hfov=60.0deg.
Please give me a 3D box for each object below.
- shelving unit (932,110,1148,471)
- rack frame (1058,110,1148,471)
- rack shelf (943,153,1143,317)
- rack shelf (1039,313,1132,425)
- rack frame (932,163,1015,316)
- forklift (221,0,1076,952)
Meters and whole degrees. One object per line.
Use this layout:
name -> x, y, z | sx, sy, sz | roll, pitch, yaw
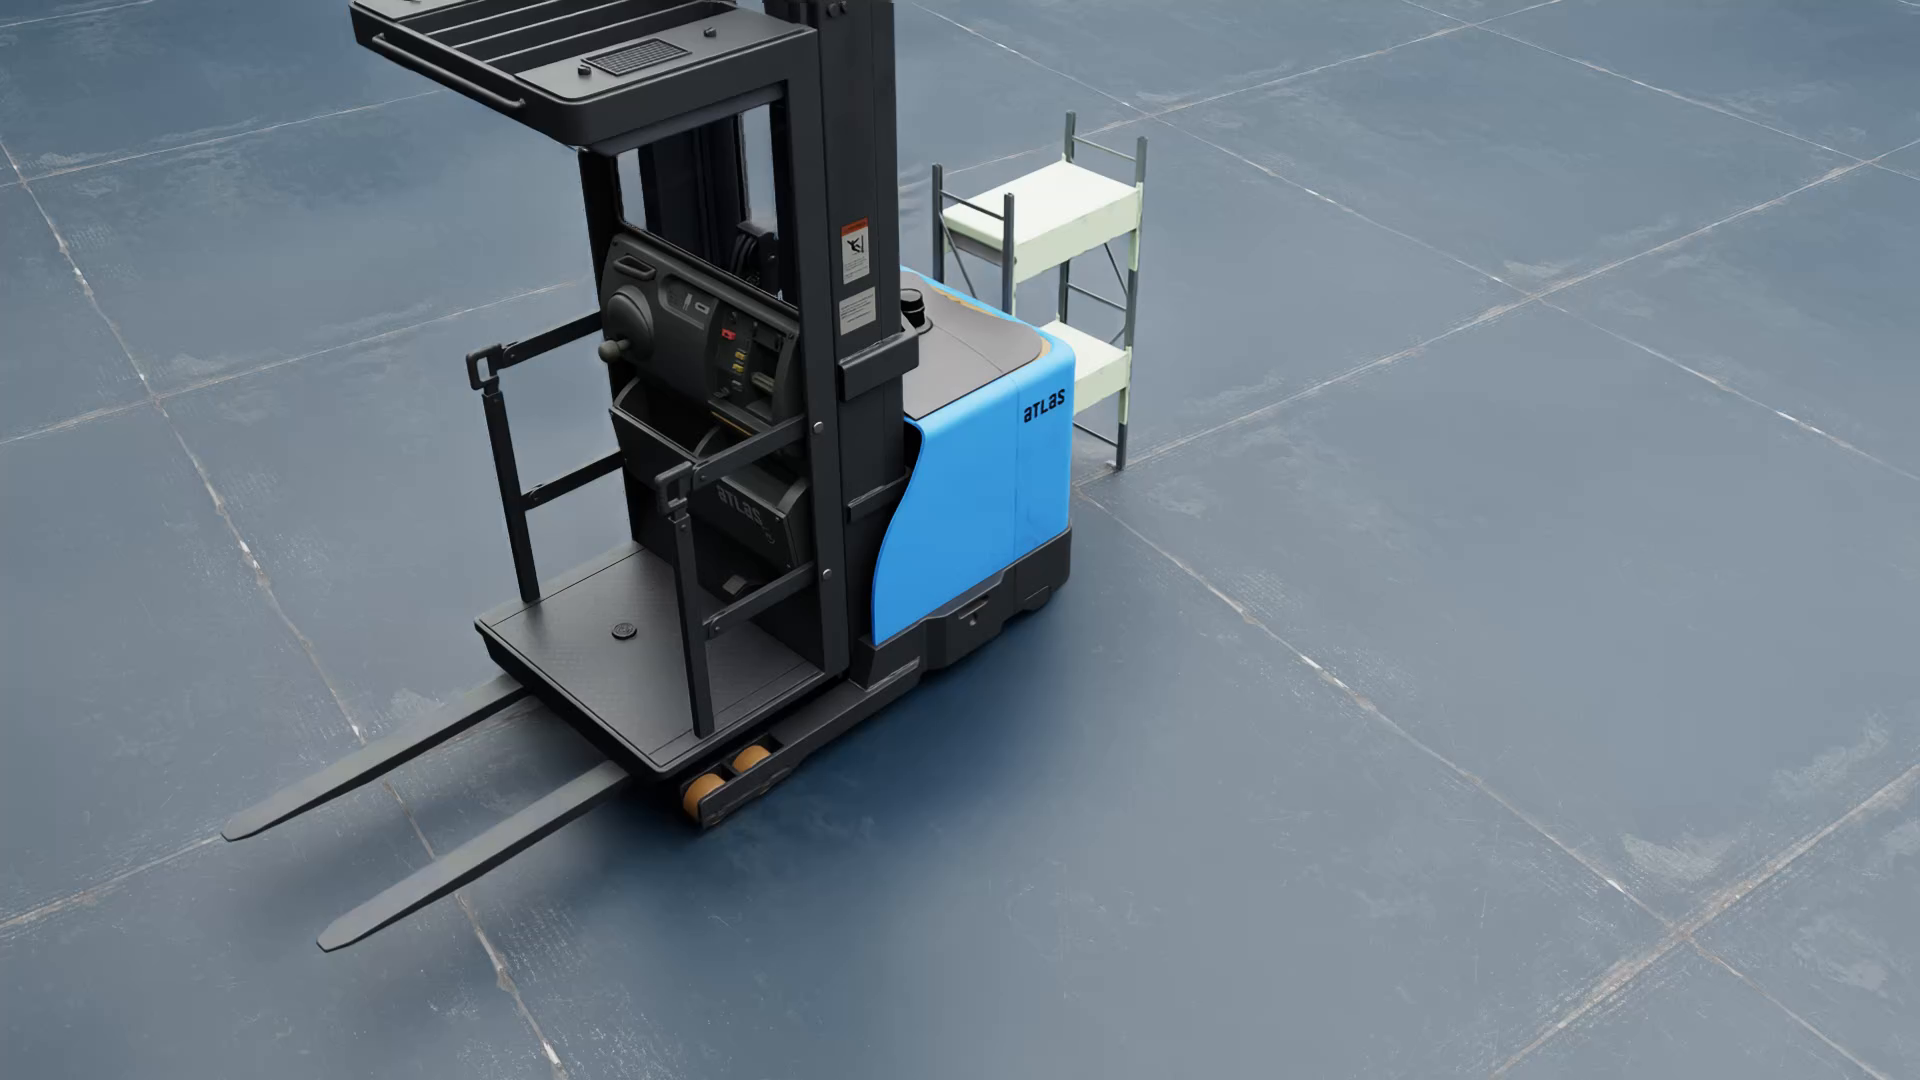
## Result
shelving unit -> 0.304, -0.842, 6.636 | 0.755, 1.500, 0.431 | -30, 45, -35
rack frame -> 0.564, -0.993, 6.846 | 0.023, 1.500, 0.400 | -30, 45, -35
rack shelf -> 0.304, -1.159, 6.408 | 0.720, 0.370, 0.431 | -30, 45, -35
rack shelf -> 0.304, -0.577, 6.827 | 0.720, 0.370, 0.431 | -30, 45, -35
rack frame -> 0.045, -0.691, 6.426 | 0.023, 1.500, 0.400 | -30, 45, -35
forklift -> -0.973, -0.597, 5.070 | 3.031, 2.935, 1.130 | -30, 45, -35
